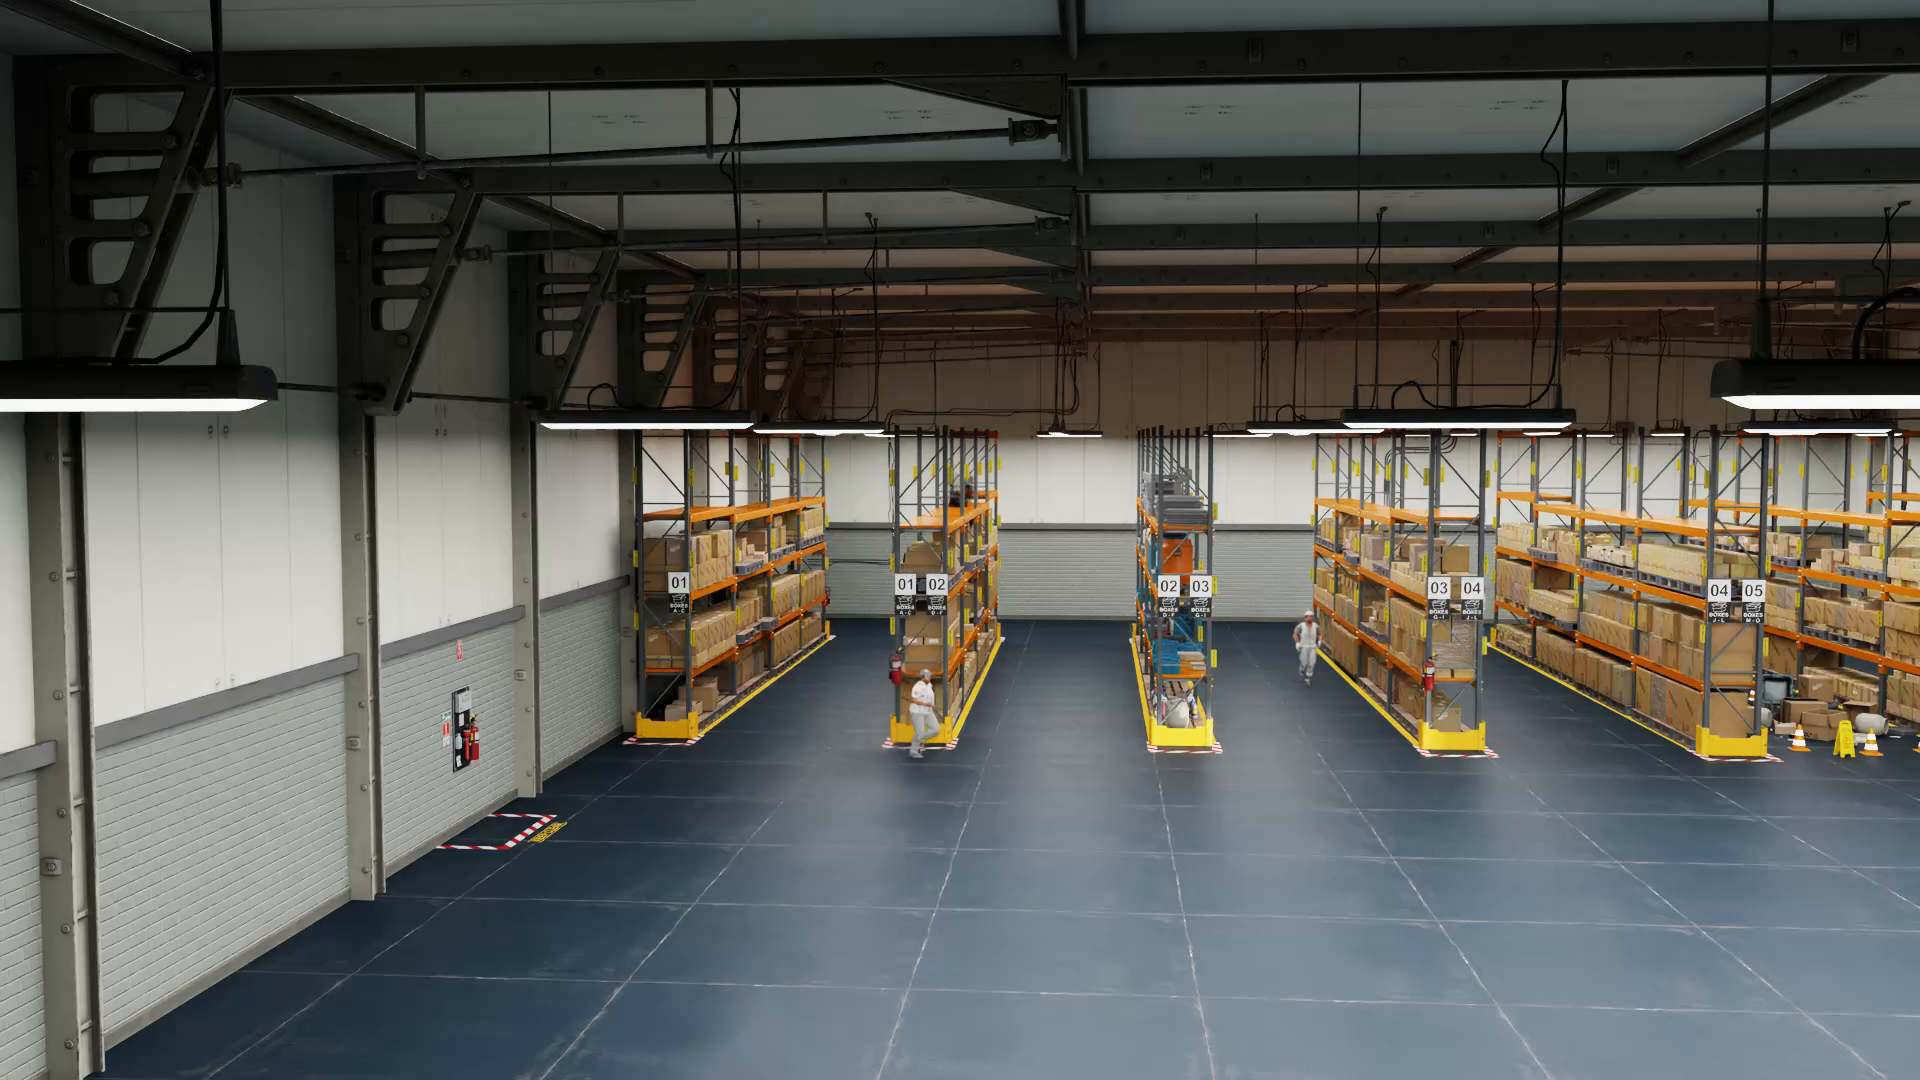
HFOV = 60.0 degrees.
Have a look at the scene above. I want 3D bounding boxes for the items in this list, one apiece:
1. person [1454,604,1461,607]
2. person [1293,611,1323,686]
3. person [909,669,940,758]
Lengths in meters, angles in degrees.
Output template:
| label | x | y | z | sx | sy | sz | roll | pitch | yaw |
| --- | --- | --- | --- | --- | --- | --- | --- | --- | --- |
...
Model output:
| label | x | y | z | sx | sy | sz | roll | pitch | yaw |
| --- | --- | --- | --- | --- | --- | --- | --- | --- | --- |
| person | 13.563 | 2.157 | 45.800 | 0.657 | 1.681 | 0.799 | 1 | 4 | 19 |
| person | 8.123 | 2.524 | 38.712 | 0.673 | 1.751 | 0.590 | 0 | 3 | 1 |
| person | -0.632 | 3.125 | 29.988 | 0.628 | 1.616 | 0.621 | 3 | 4 | 39 |
